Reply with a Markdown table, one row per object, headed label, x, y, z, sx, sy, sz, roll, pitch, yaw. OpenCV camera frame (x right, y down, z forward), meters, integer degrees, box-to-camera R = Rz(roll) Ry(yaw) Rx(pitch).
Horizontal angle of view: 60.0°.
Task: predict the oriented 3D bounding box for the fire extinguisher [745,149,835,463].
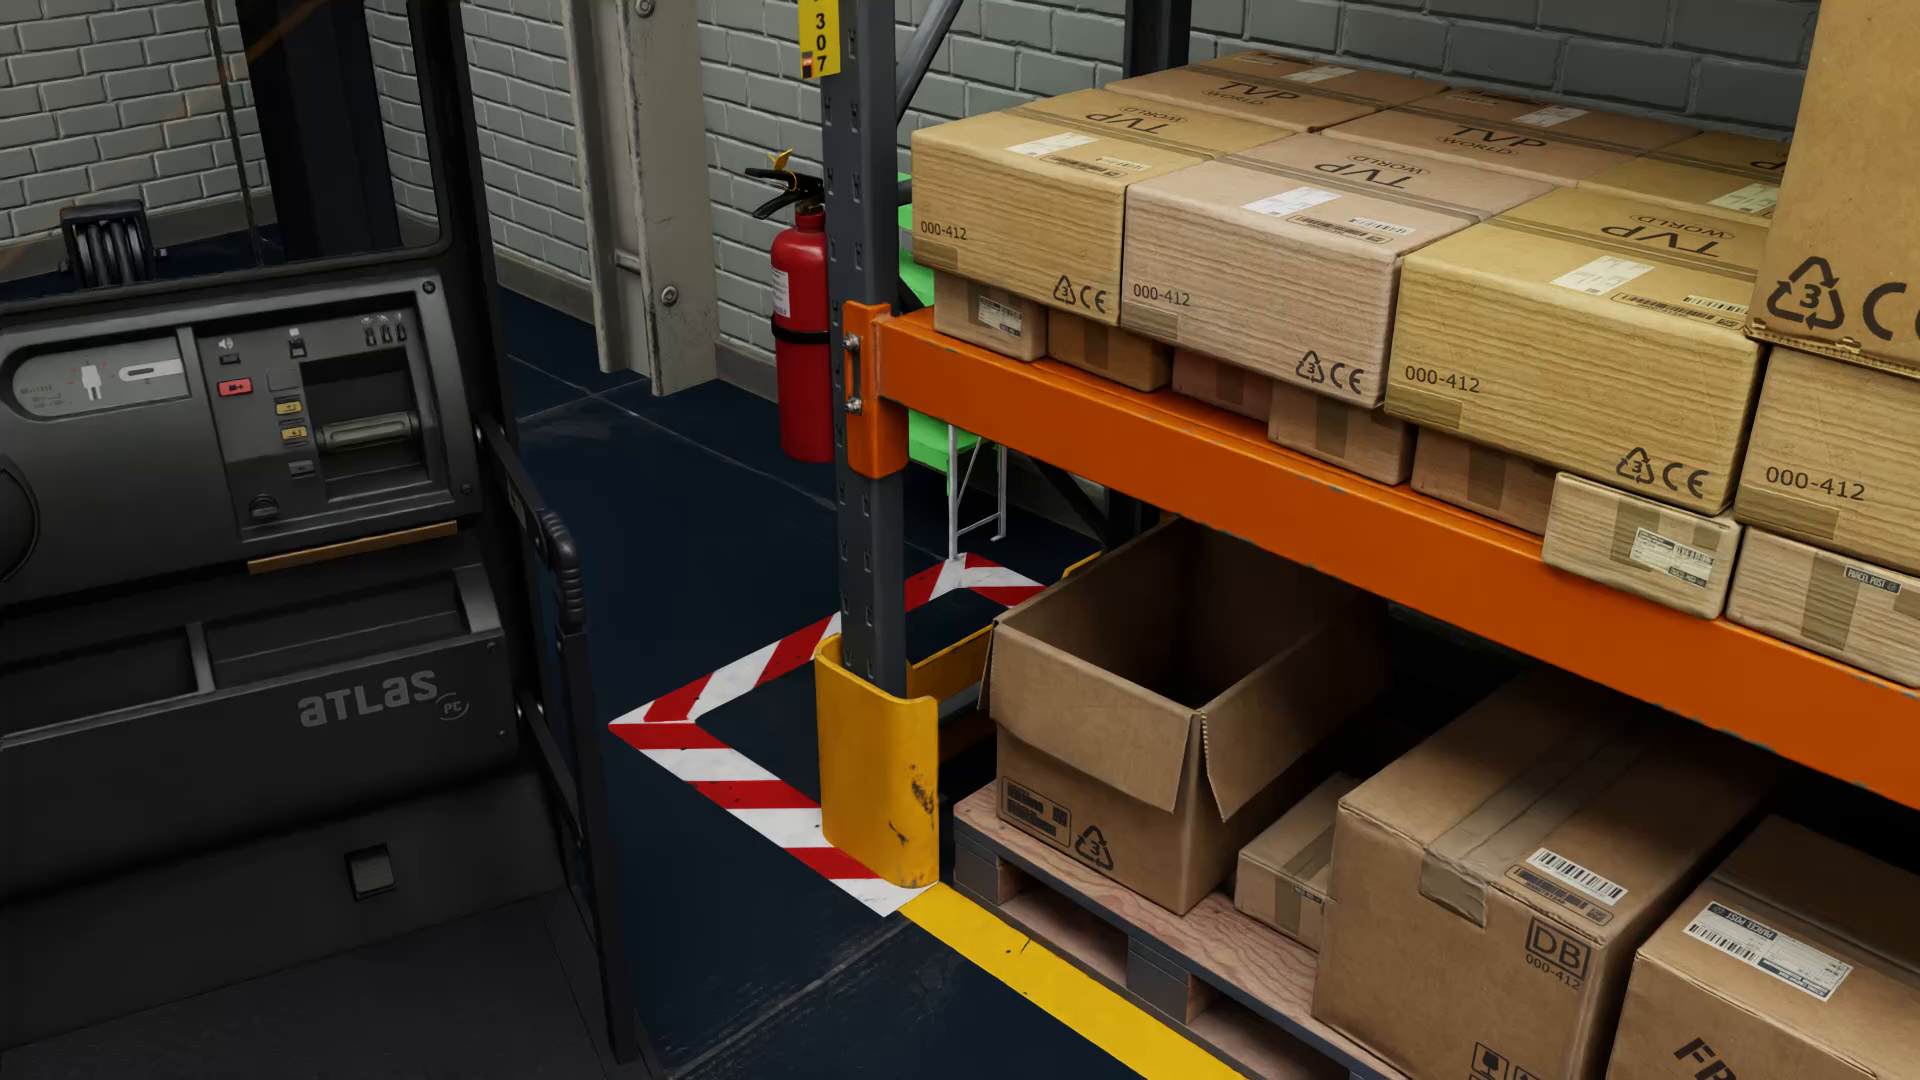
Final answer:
| label | x | y | z | sx | sy | sz | roll | pitch | yaw |
| --- | --- | --- | --- | --- | --- | --- | --- | --- | --- |
| fire extinguisher | -0.304 | -0.498 | 3.457 | 0.183 | 0.674 | 0.296 | 25 | 36 | 38 |

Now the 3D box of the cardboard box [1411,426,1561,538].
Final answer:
| label | x | y | z | sx | sy | sz | roll | pitch | yaw |
| --- | --- | --- | --- | --- | --- | --- | --- | --- | --- |
| cardboard box | 0.924 | -0.163 | 2.607 | 0.380 | 0.149 | 0.250 | -25 | 36 | -38 |

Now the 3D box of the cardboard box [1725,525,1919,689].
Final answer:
| label | x | y | z | sx | sy | sz | roll | pitch | yaw |
| --- | --- | --- | --- | --- | --- | --- | --- | --- | --- |
| cardboard box | 1.253 | 0.023 | 2.253 | 0.380 | 0.149 | 0.250 | -24 | 36 | -38 |

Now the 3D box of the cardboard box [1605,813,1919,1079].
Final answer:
| label | x | y | z | sx | sy | sz | roll | pitch | yaw |
| --- | --- | --- | --- | --- | --- | --- | --- | --- | --- |
| cardboard box | 1.384 | 0.847 | 2.651 | 0.500 | 0.500 | 0.500 | -24 | 36 | -38 |

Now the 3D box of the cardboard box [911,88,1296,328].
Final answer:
| label | x | y | z | sx | sy | sz | roll | pitch | yaw |
| --- | --- | --- | --- | --- | --- | --- | --- | --- | --- |
| cardboard box | 0.260 | -0.630 | 3.067 | 0.500 | 0.250 | 0.500 | 25 | 37 | 39 |

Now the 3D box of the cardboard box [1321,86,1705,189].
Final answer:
| label | x | y | z | sx | sy | sz | roll | pitch | yaw |
| --- | --- | --- | --- | --- | --- | --- | --- | --- | --- |
| cardboard box | 1.006 | -0.637 | 3.080 | 0.500 | 0.250 | 0.500 | 25 | 36 | 39 |

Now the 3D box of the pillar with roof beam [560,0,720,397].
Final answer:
| label | x | y | z | sx | sy | sz | roll | pitch | yaw |
| --- | --- | --- | --- | --- | --- | --- | --- | --- | --- |
| pillar with roof beam | -4.184 | -3.208 | 1.681 | 0.400 | 9.000 | 9.100 | 25 | 36 | 38 |

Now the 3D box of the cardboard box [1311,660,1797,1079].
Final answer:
| label | x | y | z | sx | sy | sz | roll | pitch | yaw |
| --- | --- | --- | --- | --- | --- | --- | --- | --- | --- |
| cardboard box | 1.077 | 0.641 | 3.042 | 0.700 | 0.500 | 0.500 | -24 | 36 | -37 |

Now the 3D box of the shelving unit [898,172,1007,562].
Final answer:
| label | x | y | z | sx | sy | sz | roll | pitch | yaw |
| --- | --- | --- | --- | --- | --- | --- | --- | --- | --- |
| shelving unit | -0.118 | -0.585 | 5.074 | 0.503 | 1.200 | 0.258 | 25 | 36 | 38 |

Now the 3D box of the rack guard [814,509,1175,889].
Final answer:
| label | x | y | z | sx | sy | sz | roll | pitch | yaw |
| --- | --- | --- | --- | --- | --- | --- | --- | --- | --- |
| rack guard | 0.179 | 0.329 | 4.087 | 0.348 | 0.500 | 1.175 | 25 | 36 | 38 |

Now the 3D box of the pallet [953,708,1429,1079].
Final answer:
| label | x | y | z | sx | sy | sz | roll | pitch | yaw |
| --- | --- | --- | --- | --- | --- | --- | --- | --- | --- |
| pallet | 0.749 | 0.717 | 3.660 | 1.213 | 0.211 | 1.003 | 25 | 36 | 38 |

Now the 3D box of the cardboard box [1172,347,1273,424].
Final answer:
| label | x | y | z | sx | sy | sz | roll | pitch | yaw |
| --- | --- | --- | --- | --- | --- | --- | --- | --- | --- |
| cardboard box | 0.593 | -0.351 | 2.964 | 0.250 | 0.149 | 0.380 | 24 | 36 | 38 |

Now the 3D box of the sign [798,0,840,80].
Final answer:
| label | x | y | z | sx | sy | sz | roll | pitch | yaw |
| --- | --- | --- | --- | --- | --- | --- | --- | --- | --- |
| sign | -0.255 | -1.005 | 3.009 | 0.005 | 0.325 | 0.100 | 25 | 36 | 38 |

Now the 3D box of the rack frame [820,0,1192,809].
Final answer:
| label | x | y | z | sx | sy | sz | roll | pitch | yaw |
| --- | --- | --- | --- | --- | --- | --- | --- | --- | --- |
| rack frame | 0.125 | -0.802 | 3.553 | 0.127 | 3.000 | 1.000 | 25 | 36 | 38 |

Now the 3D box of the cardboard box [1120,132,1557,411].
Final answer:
| label | x | y | z | sx | sy | sz | roll | pitch | yaw |
| --- | --- | --- | --- | --- | --- | --- | --- | --- | --- |
| cardboard box | 0.620 | -0.466 | 2.754 | 0.500 | 0.250 | 0.500 | -25 | 37 | -39 |

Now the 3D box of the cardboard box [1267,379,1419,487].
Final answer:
| label | x | y | z | sx | sy | sz | roll | pitch | yaw |
| --- | --- | --- | --- | --- | --- | --- | --- | --- | --- |
| cardboard box | 0.730 | -0.248 | 2.769 | 0.380 | 0.149 | 0.250 | -24 | 36 | -38 |

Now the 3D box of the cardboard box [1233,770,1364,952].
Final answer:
| label | x | y | z | sx | sy | sz | roll | pitch | yaw |
| --- | --- | --- | --- | --- | --- | --- | --- | --- | --- |
| cardboard box | 0.771 | 0.656 | 3.391 | 0.250 | 0.149 | 0.380 | 23 | 35 | 37 |

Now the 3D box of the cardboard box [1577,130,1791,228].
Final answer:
| label | x | y | z | sx | sy | sz | roll | pitch | yaw |
| --- | --- | --- | --- | --- | --- | --- | --- | --- | --- |
| cardboard box | 1.356 | -0.474 | 2.769 | 0.500 | 0.250 | 0.500 | -24 | 36 | -38 |

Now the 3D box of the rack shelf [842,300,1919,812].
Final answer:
| label | x | y | z | sx | sy | sz | roll | pitch | yaw |
| --- | --- | --- | --- | --- | --- | --- | --- | --- | --- |
| rack shelf | 1.551 | 0.169 | 2.479 | 4.000 | 0.370 | 1.077 | 25 | 36 | 38 |

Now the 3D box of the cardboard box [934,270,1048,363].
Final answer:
| label | x | y | z | sx | sy | sz | roll | pitch | yaw |
| --- | --- | --- | --- | --- | --- | --- | --- | --- | --- |
| cardboard box | 0.167 | -0.493 | 3.234 | 0.250 | 0.149 | 0.380 | 24 | 36 | 38 |

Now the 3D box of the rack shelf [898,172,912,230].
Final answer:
| label | x | y | z | sx | sy | sz | roll | pitch | yaw |
| --- | --- | --- | --- | --- | --- | --- | --- | --- | --- |
| rack shelf | -0.118 | -0.953 | 4.880 | 0.480 | 0.148 | 0.258 | 25 | 36 | 38 |

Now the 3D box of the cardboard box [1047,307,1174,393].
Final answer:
| label | x | y | z | sx | sy | sz | roll | pitch | yaw |
| --- | --- | --- | --- | --- | --- | --- | --- | --- | --- |
| cardboard box | 0.381 | -0.425 | 3.105 | 0.380 | 0.149 | 0.250 | -24 | 36 | -38 |

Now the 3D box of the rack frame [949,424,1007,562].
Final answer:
| label | x | y | z | sx | sy | sz | roll | pitch | yaw |
| --- | --- | --- | --- | --- | --- | --- | --- | --- | --- |
| rack frame | 0.056 | -0.506 | 4.922 | 0.015 | 1.200 | 0.240 | 25 | 36 | 38 |

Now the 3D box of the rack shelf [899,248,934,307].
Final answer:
| label | x | y | z | sx | sy | sz | roll | pitch | yaw |
| --- | --- | --- | --- | --- | --- | --- | --- | --- | --- |
| rack shelf | -0.118 | -0.741 | 4.992 | 0.480 | 0.148 | 0.258 | 25 | 36 | 38 |

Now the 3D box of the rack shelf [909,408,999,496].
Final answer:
| label | x | y | z | sx | sy | sz | roll | pitch | yaw |
| --- | --- | --- | --- | --- | --- | --- | --- | --- | --- |
| rack shelf | -0.118 | -0.316 | 5.215 | 0.480 | 0.148 | 0.258 | 25 | 36 | 38 |

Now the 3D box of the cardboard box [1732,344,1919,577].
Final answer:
| label | x | y | z | sx | sy | sz | roll | pitch | yaw |
| --- | --- | --- | --- | --- | --- | --- | --- | --- | --- |
| cardboard box | 1.363 | -0.142 | 2.138 | 0.500 | 0.250 | 0.500 | 23 | 36 | 37 |

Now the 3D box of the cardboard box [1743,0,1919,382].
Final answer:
| label | x | y | z | sx | sy | sz | roll | pitch | yaw |
| --- | --- | --- | --- | --- | --- | --- | --- | --- | --- |
| cardboard box | 1.330 | -0.473 | 1.962 | 0.500 | 0.500 | 0.500 | -24 | 36 | -38 |

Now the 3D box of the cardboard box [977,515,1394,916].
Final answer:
| label | x | y | z | sx | sy | sz | roll | pitch | yaw |
| --- | --- | --- | --- | --- | --- | --- | --- | --- | --- |
| cardboard box | 0.495 | 0.348 | 3.597 | 0.637 | 0.503 | 0.797 | 23 | 35 | 37 |

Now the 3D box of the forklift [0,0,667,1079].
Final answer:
| label | x | y | z | sx | sy | sz | roll | pitch | yaw |
| --- | --- | --- | --- | --- | --- | --- | --- | --- | --- |
| forklift | -1.132 | -0.118 | 2.325 | 1.130 | 2.935 | 3.031 | -13 | 30 | -23 |

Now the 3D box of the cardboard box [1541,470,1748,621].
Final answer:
| label | x | y | z | sx | sy | sz | roll | pitch | yaw |
| --- | --- | --- | --- | --- | --- | --- | --- | --- | --- |
| cardboard box | 1.051 | -0.056 | 2.403 | 0.250 | 0.149 | 0.380 | 23 | 36 | 37 |

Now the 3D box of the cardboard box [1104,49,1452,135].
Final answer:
| label | x | y | z | sx | sy | sz | roll | pitch | yaw |
| --- | --- | --- | --- | --- | --- | --- | --- | --- | --- |
| cardboard box | 0.639 | -0.805 | 3.400 | 0.500 | 0.250 | 0.500 | -24 | 36 | -38 |

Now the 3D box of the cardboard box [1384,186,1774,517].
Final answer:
| label | x | y | z | sx | sy | sz | roll | pitch | yaw |
| --- | --- | --- | --- | --- | --- | --- | --- | --- | --- |
| cardboard box | 0.983 | -0.301 | 2.442 | 0.500 | 0.250 | 0.500 | 24 | 36 | 37 |
